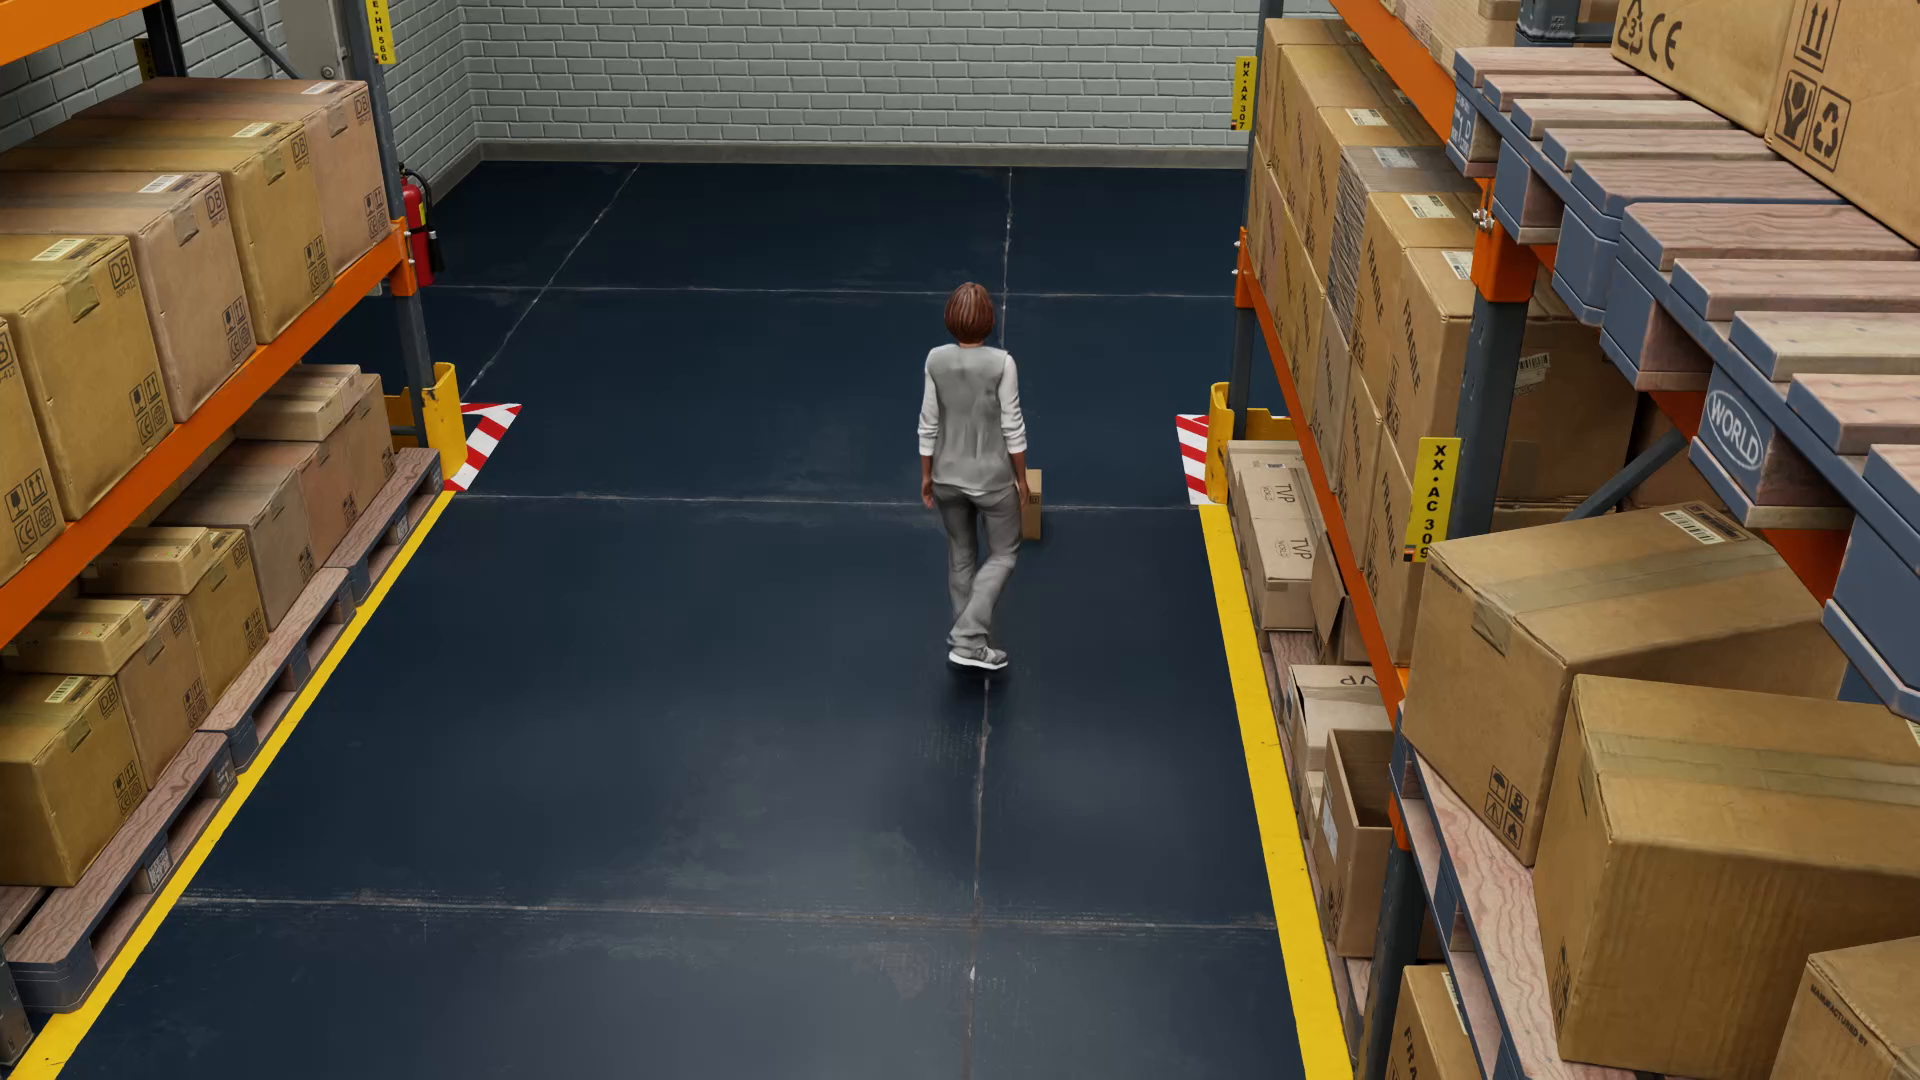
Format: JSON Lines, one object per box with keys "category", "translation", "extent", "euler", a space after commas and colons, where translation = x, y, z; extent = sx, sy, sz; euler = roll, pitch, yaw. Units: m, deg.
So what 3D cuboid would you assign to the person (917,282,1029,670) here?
{"category": "person", "translation": [0.034, -0.214, 6.523], "extent": [0.437, 1.595, 0.512], "euler": [10, 30, 18]}
